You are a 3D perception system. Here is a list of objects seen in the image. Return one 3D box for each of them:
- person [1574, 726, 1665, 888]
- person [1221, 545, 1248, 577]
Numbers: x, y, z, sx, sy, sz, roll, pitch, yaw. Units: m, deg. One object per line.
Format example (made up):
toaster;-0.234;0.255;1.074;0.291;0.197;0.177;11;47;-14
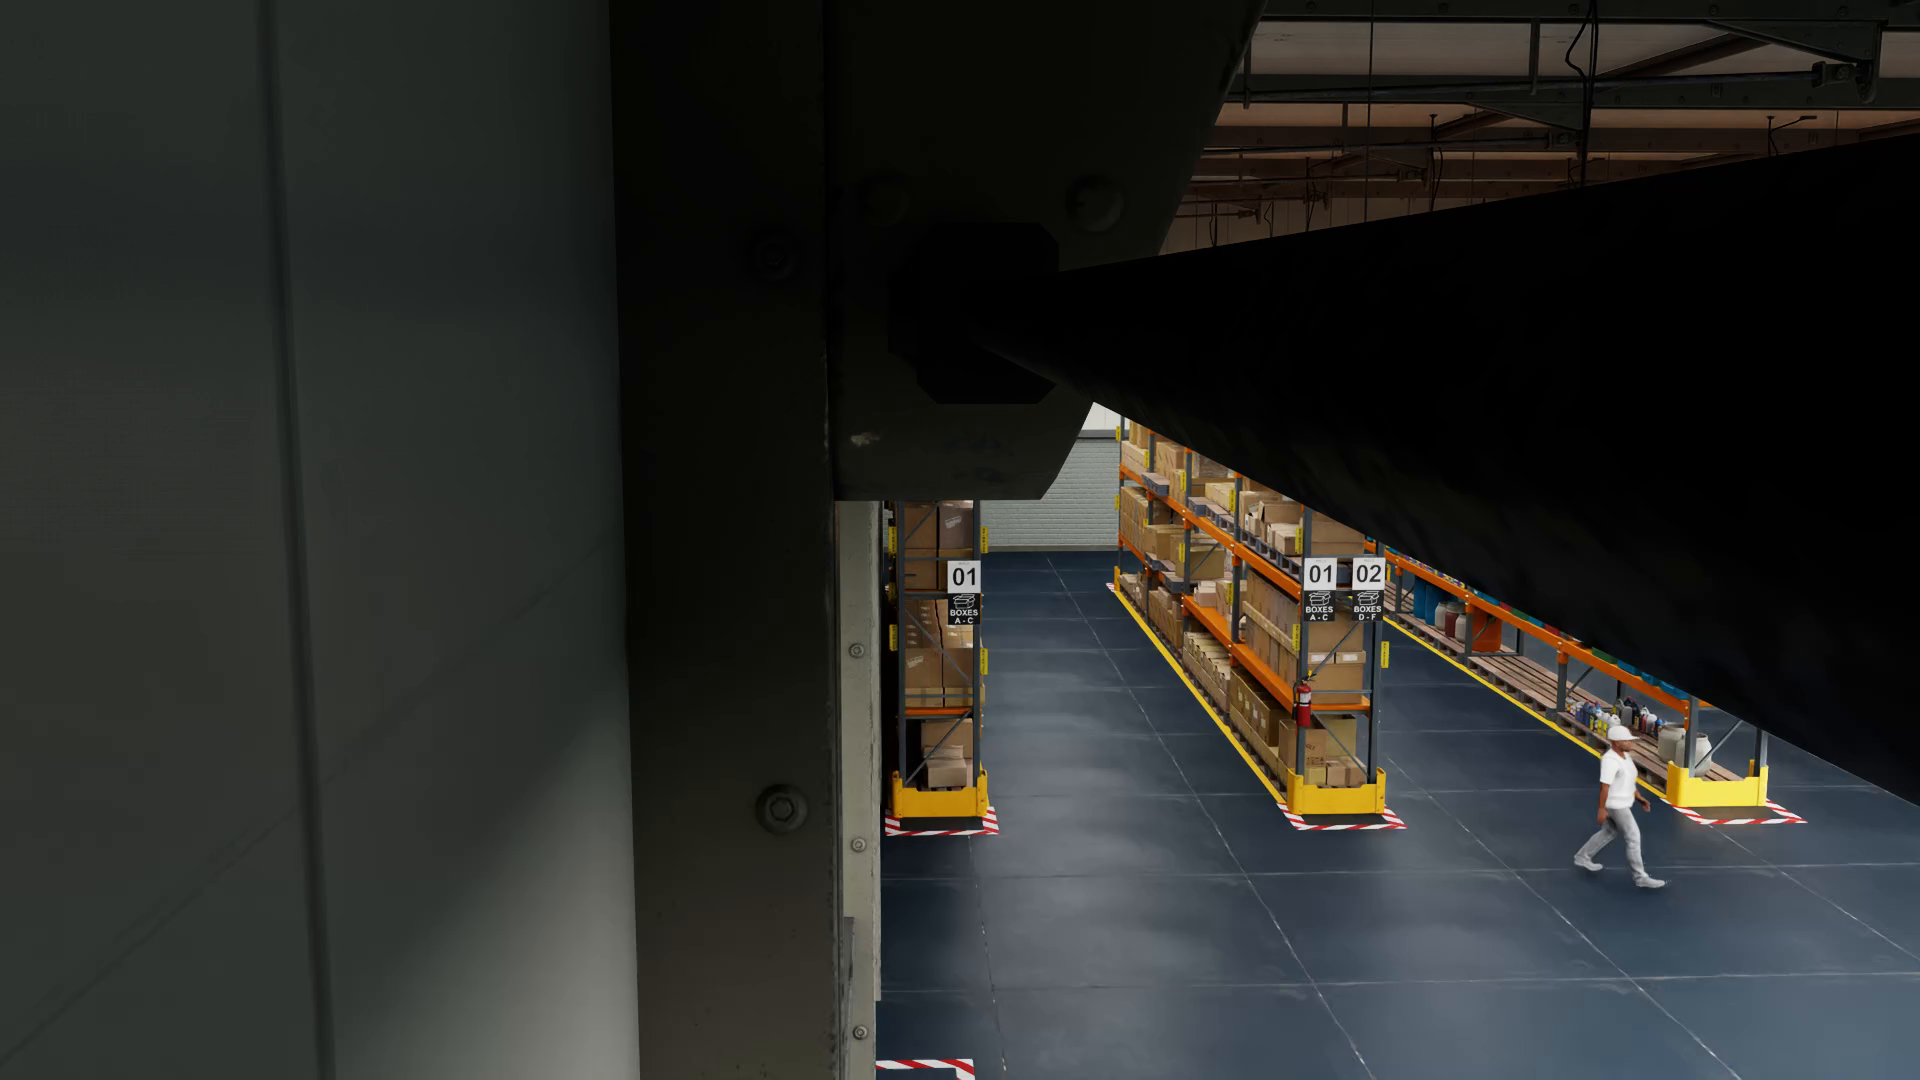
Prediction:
person;7.233;2.879;18.136;0.984;1.736;0.597;5;10;33
person;5.645;0.591;34.143;0.696;1.682;0.716;1;8;7
